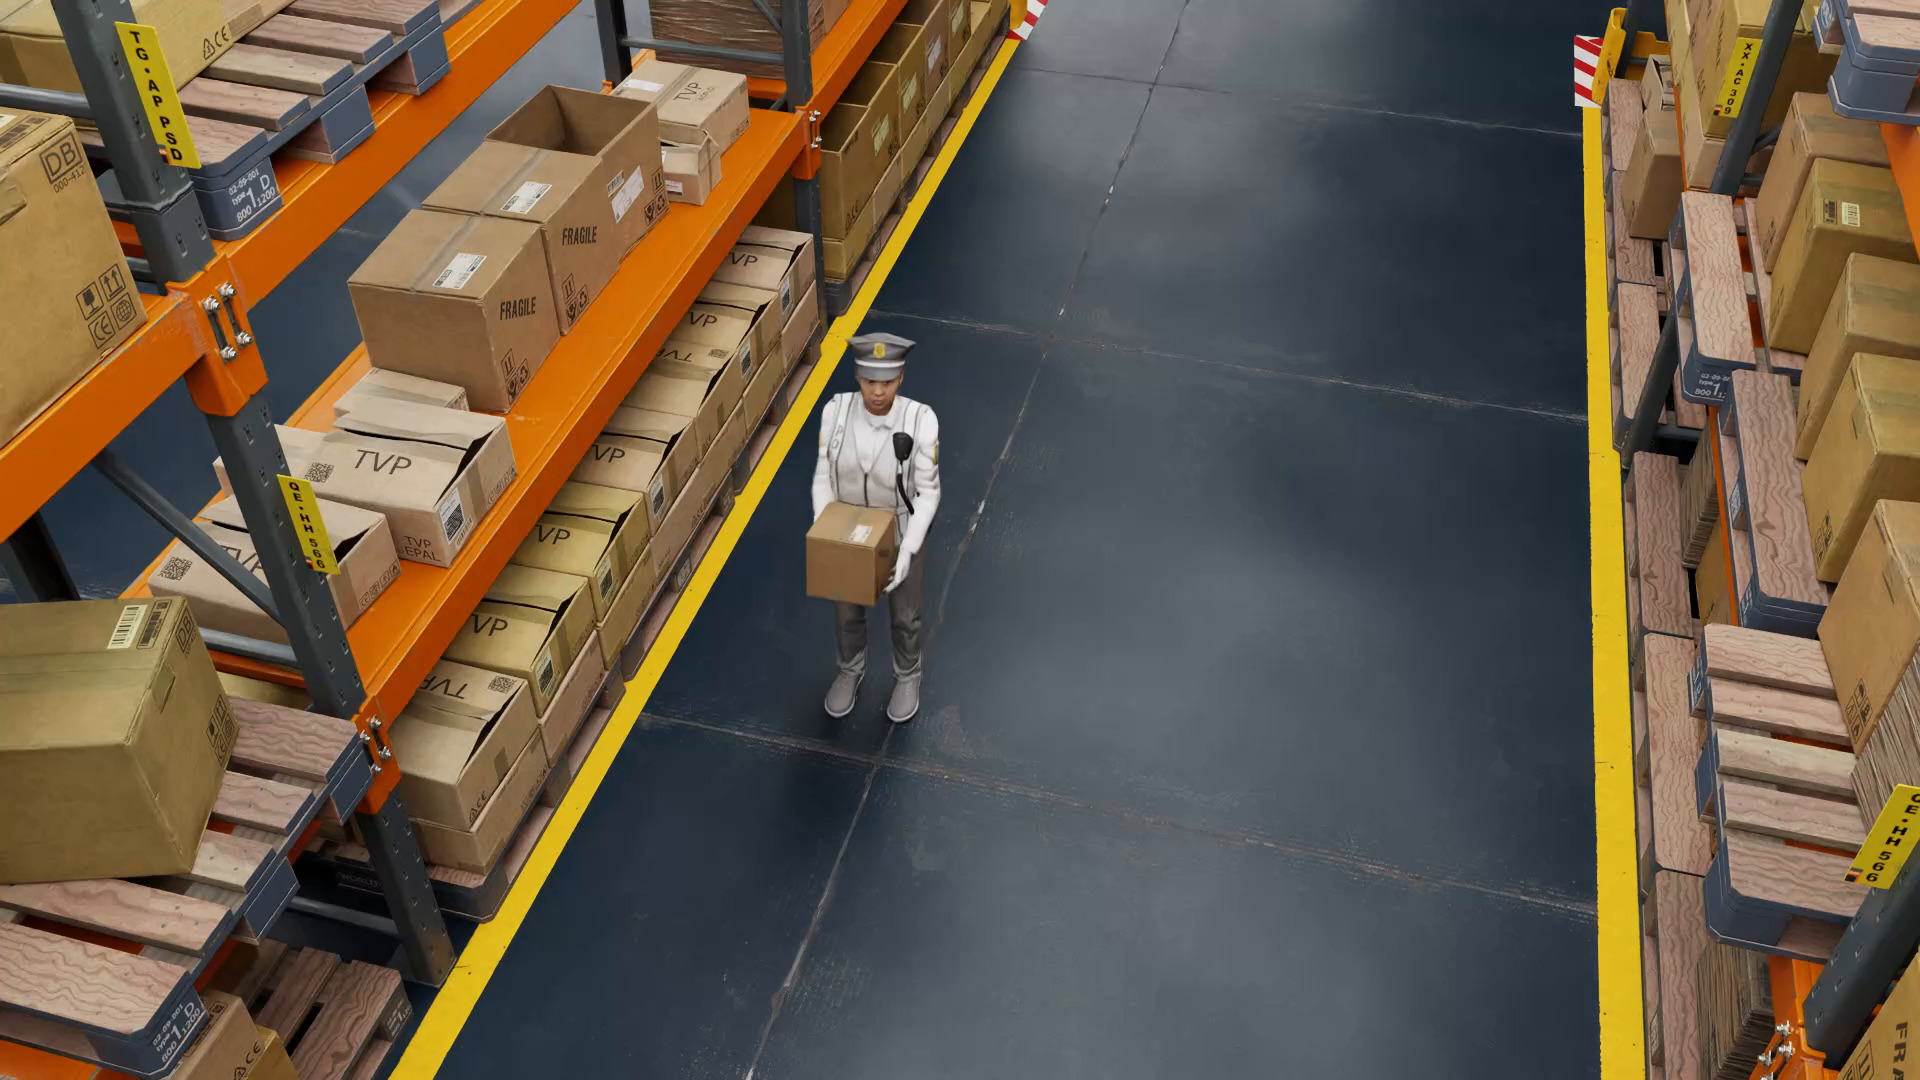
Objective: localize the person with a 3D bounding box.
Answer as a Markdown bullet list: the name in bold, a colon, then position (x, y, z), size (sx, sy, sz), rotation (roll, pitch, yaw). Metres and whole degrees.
- **person**: position (-0.305, 0.008, 6.121), size (0.468, 1.697, 0.552), rotation (5, 41, 5)
